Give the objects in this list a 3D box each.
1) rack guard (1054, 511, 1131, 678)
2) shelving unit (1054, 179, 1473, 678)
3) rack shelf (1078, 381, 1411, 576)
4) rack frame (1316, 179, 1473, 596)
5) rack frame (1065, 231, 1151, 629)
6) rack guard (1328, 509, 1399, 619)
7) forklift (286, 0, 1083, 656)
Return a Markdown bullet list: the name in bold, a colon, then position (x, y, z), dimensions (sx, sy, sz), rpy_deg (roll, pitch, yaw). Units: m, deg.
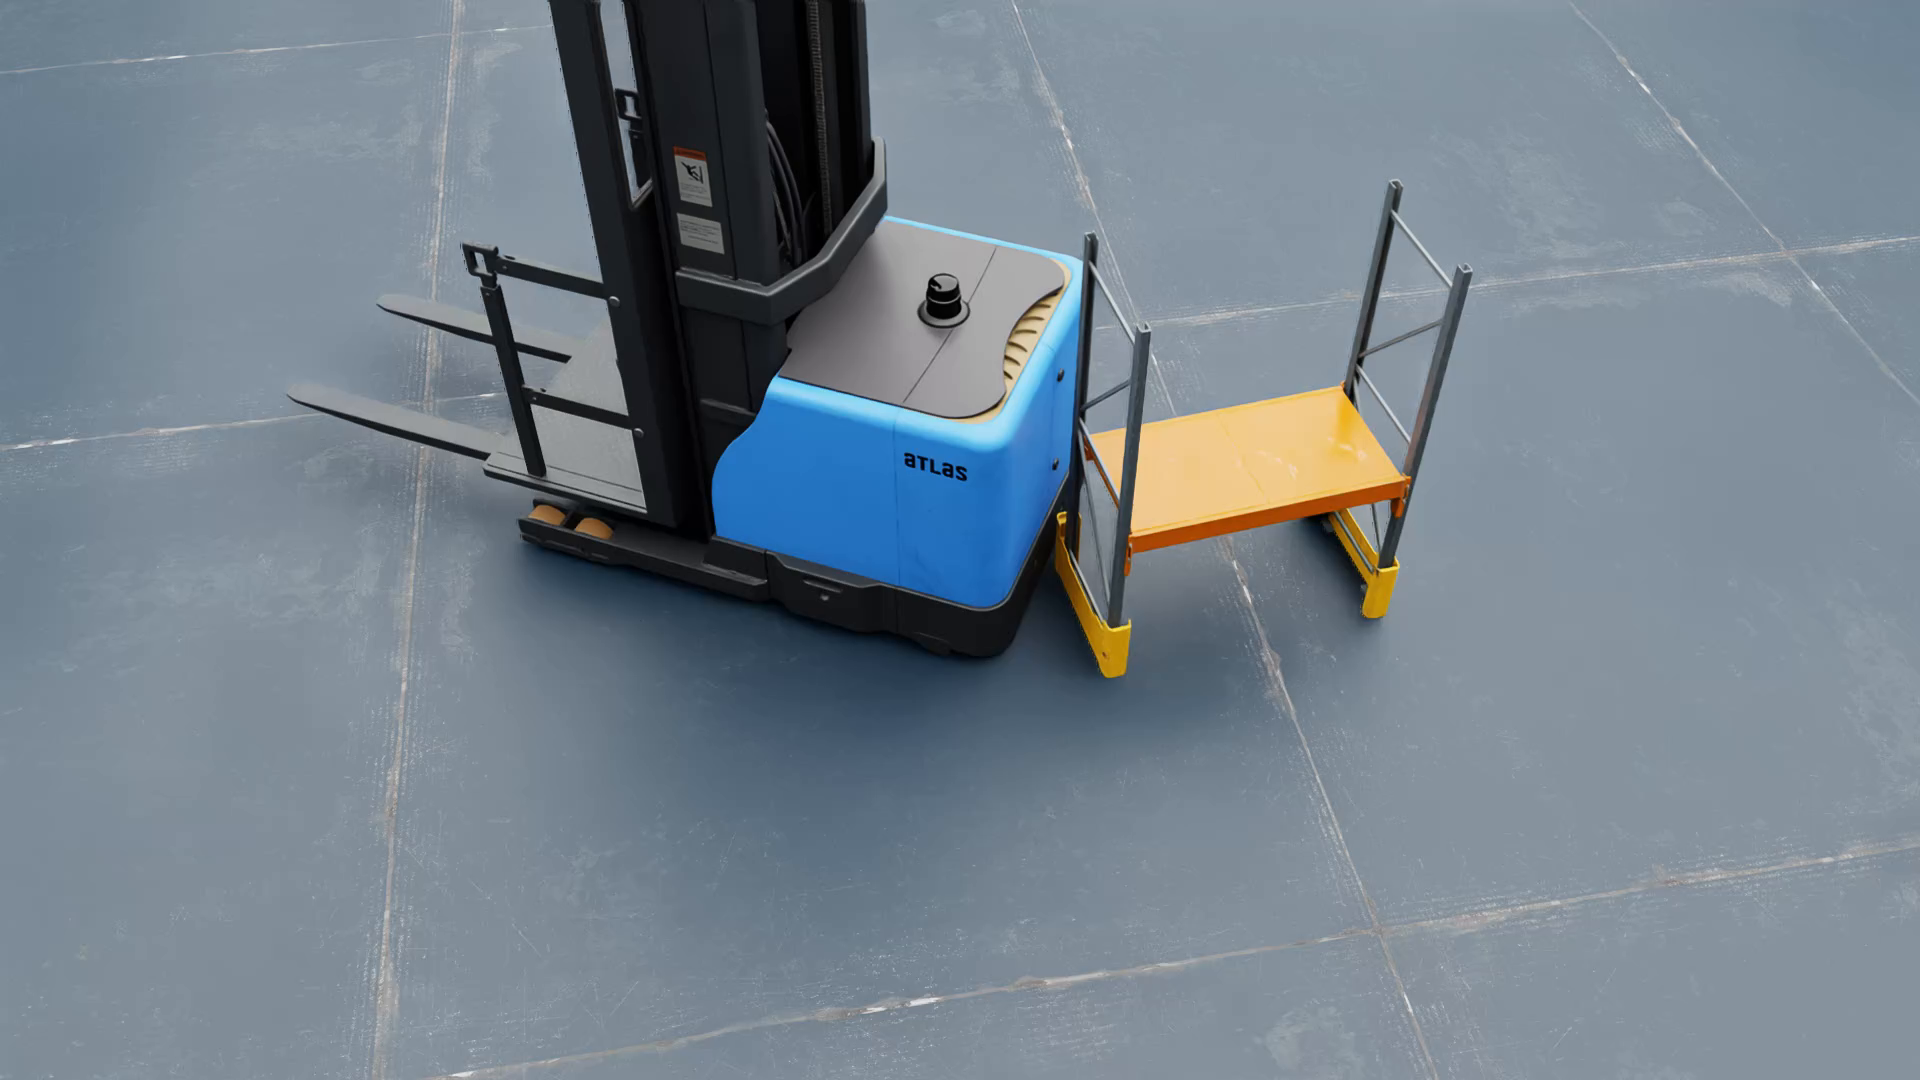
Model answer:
- **rack guard**: position (0.464, 0.187, 5.896), dimensions (0.087, 0.250, 0.587), rpy_deg (-12, 47, -11)
- **shelving unit**: position (0.943, -0.345, 5.541), dimensions (1.083, 1.500, 0.587), rpy_deg (-12, 47, -11)
- **rack shelf**: position (0.952, -0.222, 5.672), dimensions (1.000, 0.185, 0.538), rpy_deg (-12, 47, -11)
- **rack frame**: position (1.441, -0.448, 5.640), dimensions (0.032, 1.500, 0.500), rpy_deg (-12, 47, -11)
- **rack frame**: position (0.463, -0.246, 5.446), dimensions (0.032, 1.500, 0.500), rpy_deg (-12, 47, -11)
- **rack guard**: position (1.422, -0.010, 6.086), dimensions (0.087, 0.250, 0.587), rpy_deg (-12, 47, -11)
- **forklift**: position (-1.099, -1.276, 5.444), dimensions (3.031, 2.935, 1.130), rpy_deg (15, 48, 14)
